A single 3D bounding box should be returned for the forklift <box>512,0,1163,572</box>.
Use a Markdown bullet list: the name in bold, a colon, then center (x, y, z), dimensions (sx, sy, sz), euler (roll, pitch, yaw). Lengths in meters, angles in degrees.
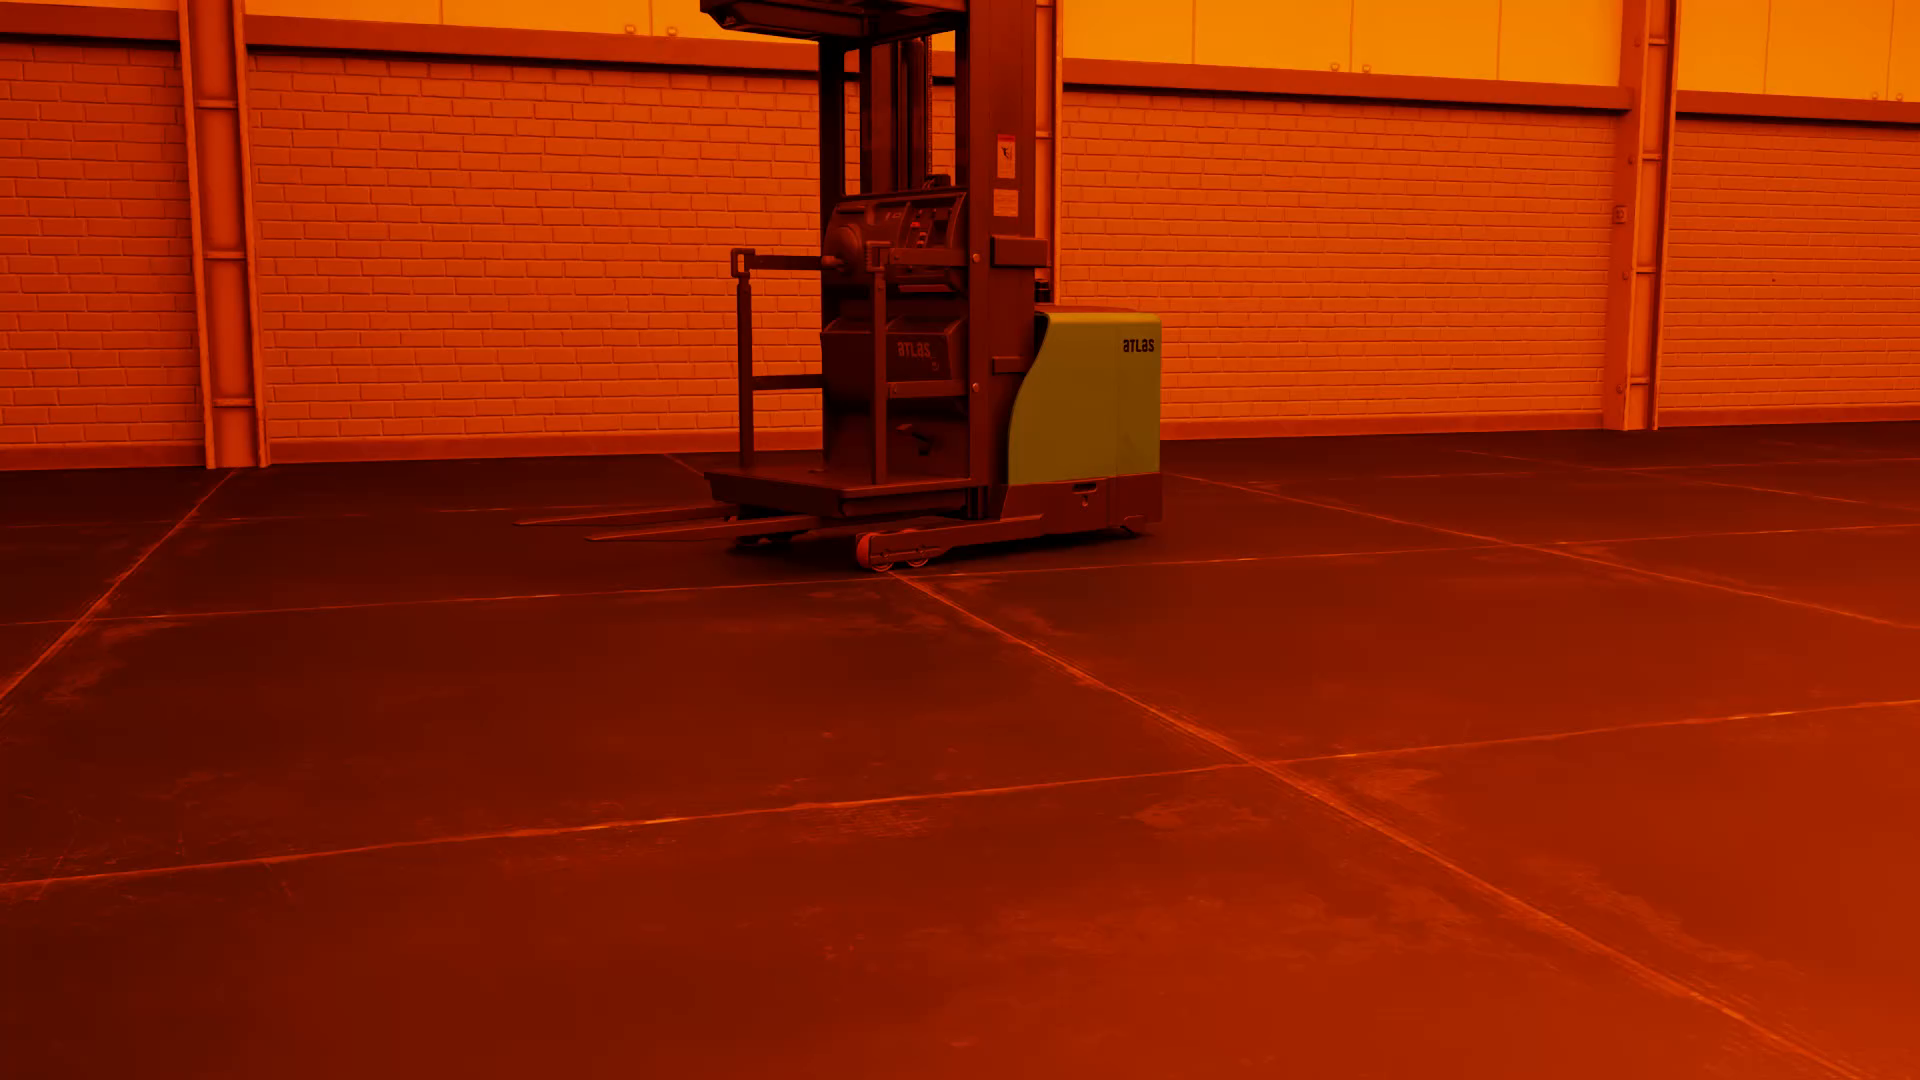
- **forklift**: center (-0.461, -1.399, 7.333), dimensions (3.031, 2.935, 1.130), euler (-7, 10, -40)
